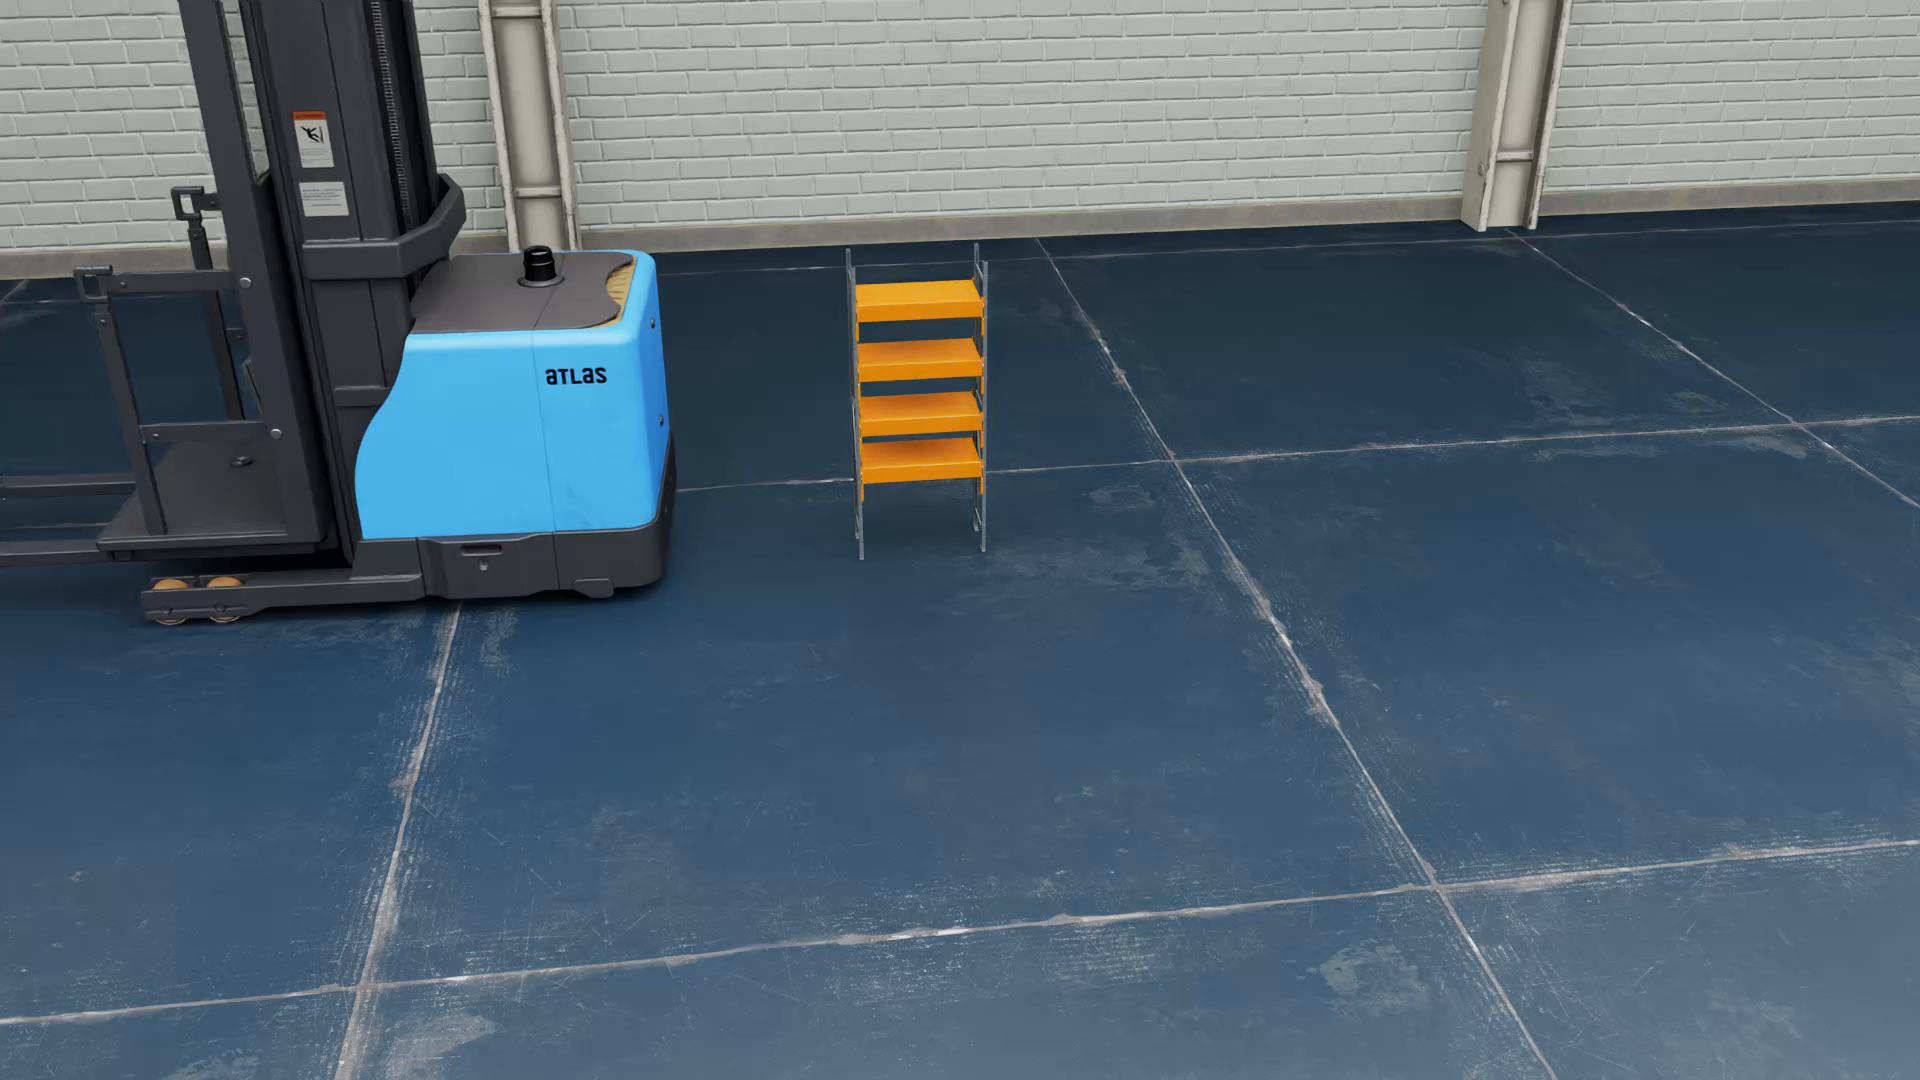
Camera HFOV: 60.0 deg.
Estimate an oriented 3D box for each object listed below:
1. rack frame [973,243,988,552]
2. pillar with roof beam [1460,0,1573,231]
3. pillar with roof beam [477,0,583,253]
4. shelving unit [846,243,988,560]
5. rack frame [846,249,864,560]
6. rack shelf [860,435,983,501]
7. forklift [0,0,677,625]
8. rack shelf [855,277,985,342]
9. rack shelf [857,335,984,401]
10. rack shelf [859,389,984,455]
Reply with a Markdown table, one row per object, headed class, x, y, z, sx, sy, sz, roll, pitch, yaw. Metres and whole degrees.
| class | x | y | z | sx | sy | sz | roll | pitch | yaw |
| --- | --- | --- | --- | --- | --- | --- | --- | --- | --- |
| rack frame | 0.078 | -0.539 | 6.486 | 0.015 | 1.200 | 0.240 | -4 | 27 | -7 |
| pillar with roof beam | 4.067 | -4.102 | 4.887 | 0.400 | 9.000 | 9.100 | -4 | 27 | -7 |
| pillar with roof beam | -1.875 | -3.720 | 4.144 | 0.400 | 9.000 | 9.100 | -4 | 27 | -7 |
| shelving unit | -0.164 | -0.523 | 6.456 | 0.503 | 1.200 | 0.258 | -4 | 27 | -7 |
| rack frame | -0.406 | -0.508 | 6.425 | 0.015 | 1.200 | 0.240 | -4 | 27 | -7 |
| rack shelf | -0.164 | -0.287 | 6.577 | 0.480 | 0.148 | 0.258 | -4 | 27 | -7 |
| forklift | -2.677 | -1.243 | 5.962 | 3.031 | 2.935 | 1.130 | -2 | 27 | -5 |
| rack shelf | -0.164 | -0.873 | 6.276 | 0.480 | 0.148 | 0.258 | -4 | 27 | -7 |
| rack shelf | -0.164 | -0.662 | 6.384 | 0.480 | 0.148 | 0.258 | -4 | 27 | -7 |
| rack shelf | -0.164 | -0.463 | 6.486 | 0.480 | 0.148 | 0.258 | -4 | 27 | -7 |
